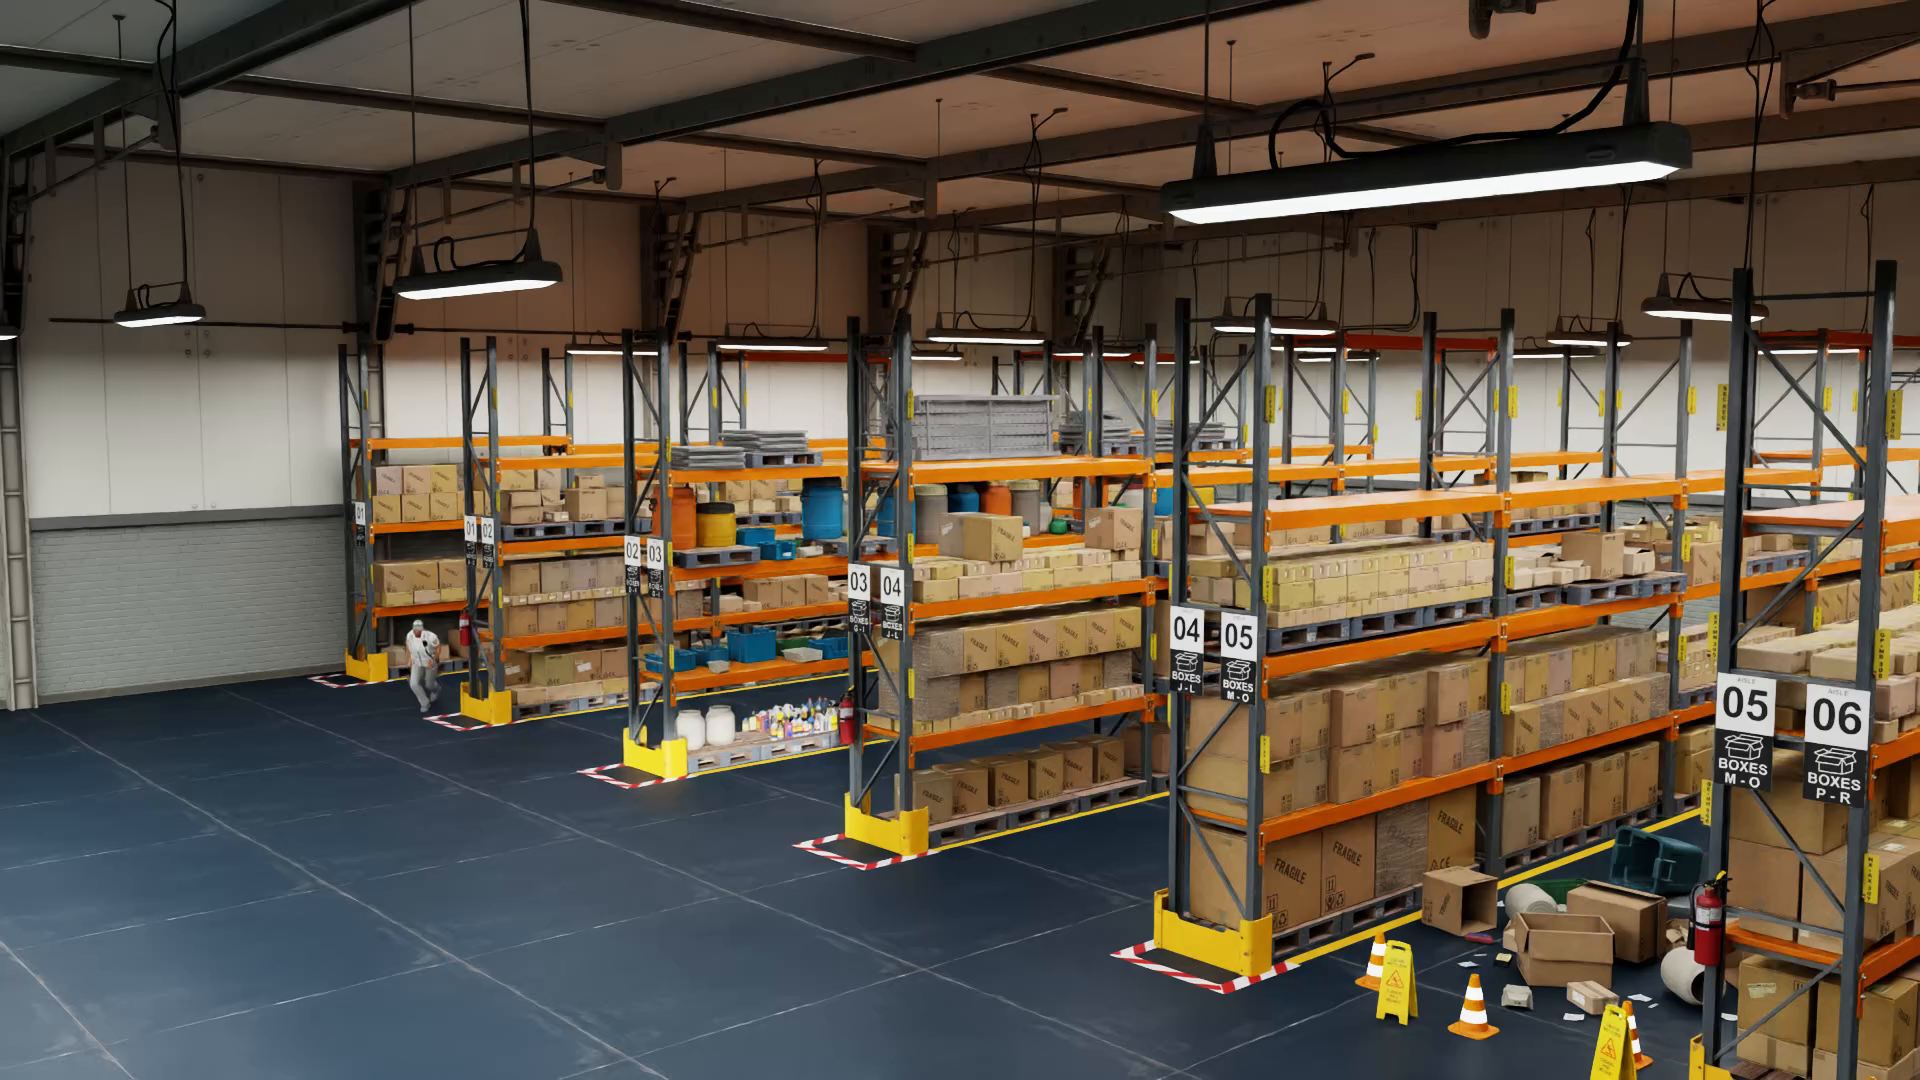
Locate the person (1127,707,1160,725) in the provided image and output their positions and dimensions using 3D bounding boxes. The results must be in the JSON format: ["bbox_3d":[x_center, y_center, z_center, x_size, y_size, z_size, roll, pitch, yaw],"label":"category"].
[{"bbox_3d":[2.629,1.970,24.099,0.614,1.787,0.724,5,7,42],"label":"person"}]

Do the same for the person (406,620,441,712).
[{"bbox_3d":[-8.675,2.022,27.008,0.577,1.550,1.010,0,5,2],"label":"person"}]
